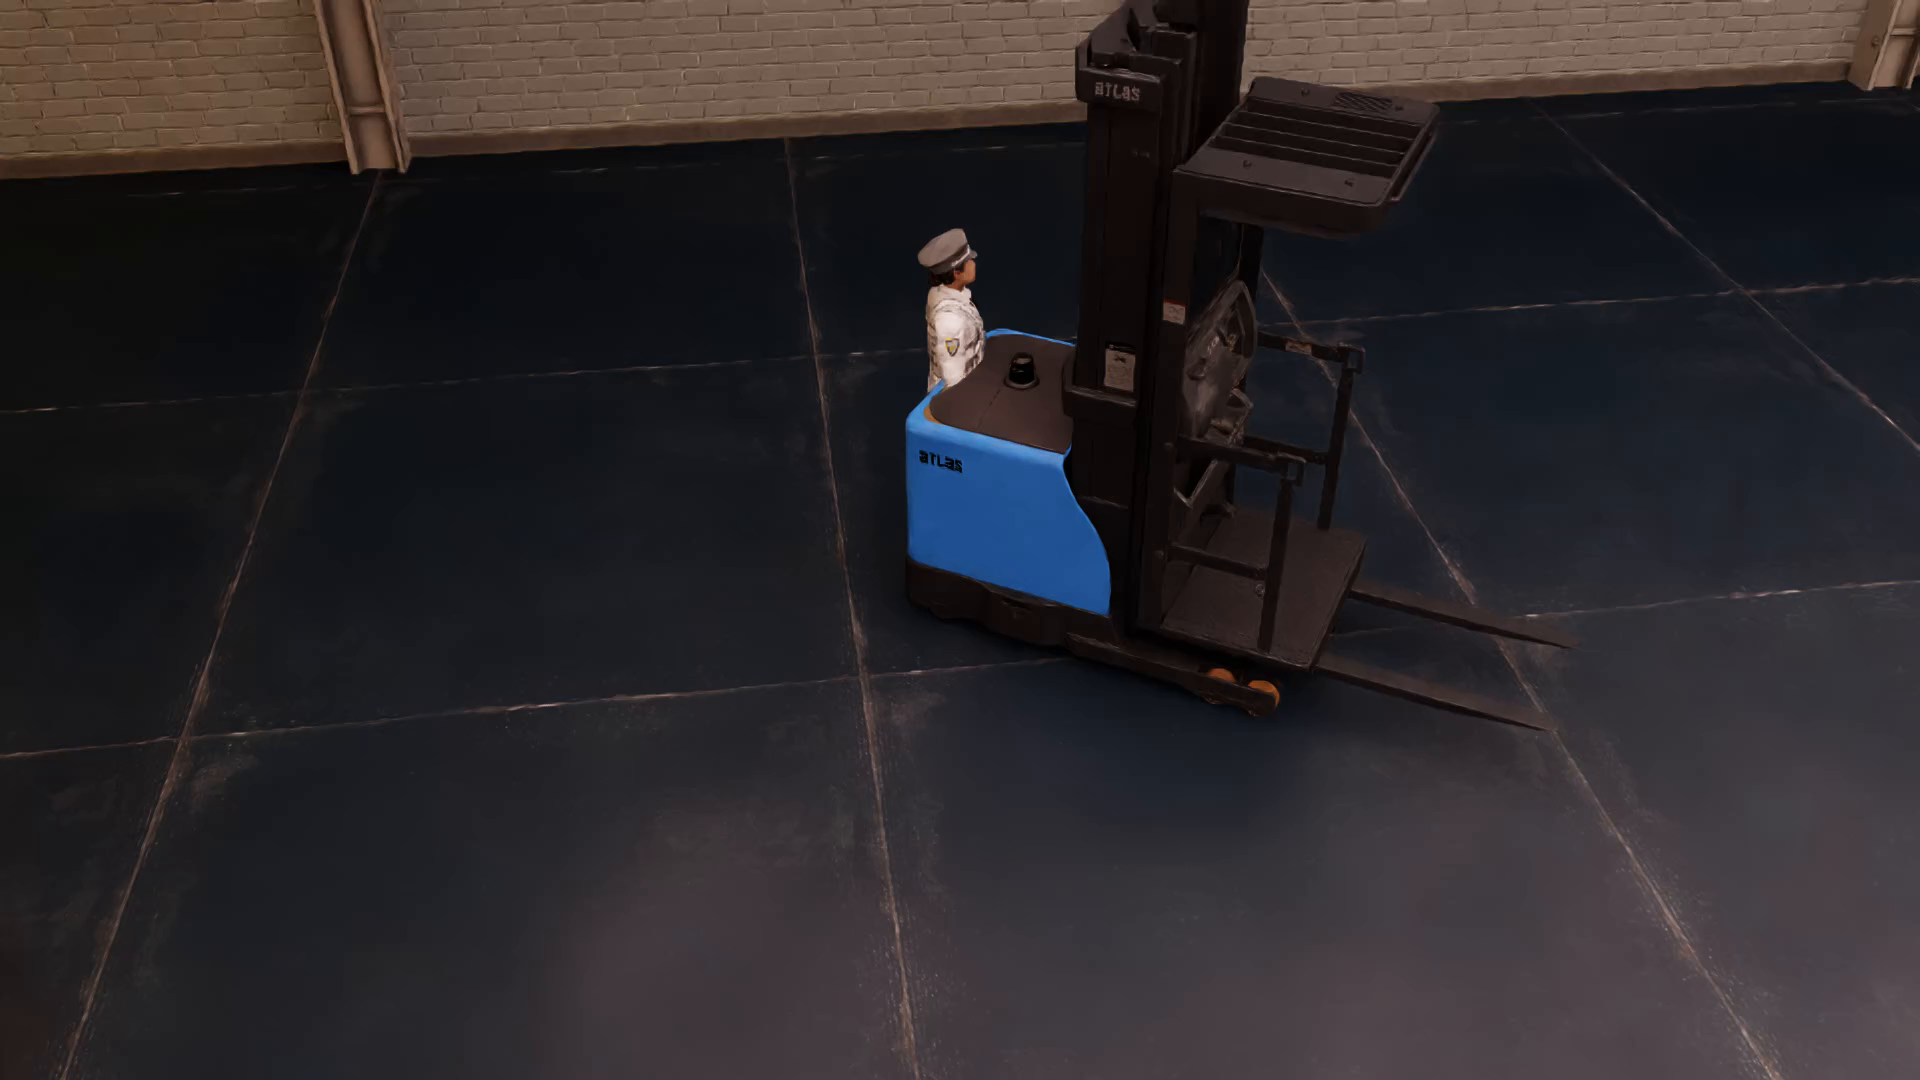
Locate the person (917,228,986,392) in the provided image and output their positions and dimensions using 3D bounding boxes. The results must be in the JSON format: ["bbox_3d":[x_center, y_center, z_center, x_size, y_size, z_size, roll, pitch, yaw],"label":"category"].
[{"bbox_3d":[0.110,-0.704,8.047,0.598,1.695,0.584,-4,36,-6],"label":"person"}]

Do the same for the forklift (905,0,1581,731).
[{"bbox_3d":[1.296,-0.752,7.065,3.031,2.935,1.130,15,39,20],"label":"forklift"}]
